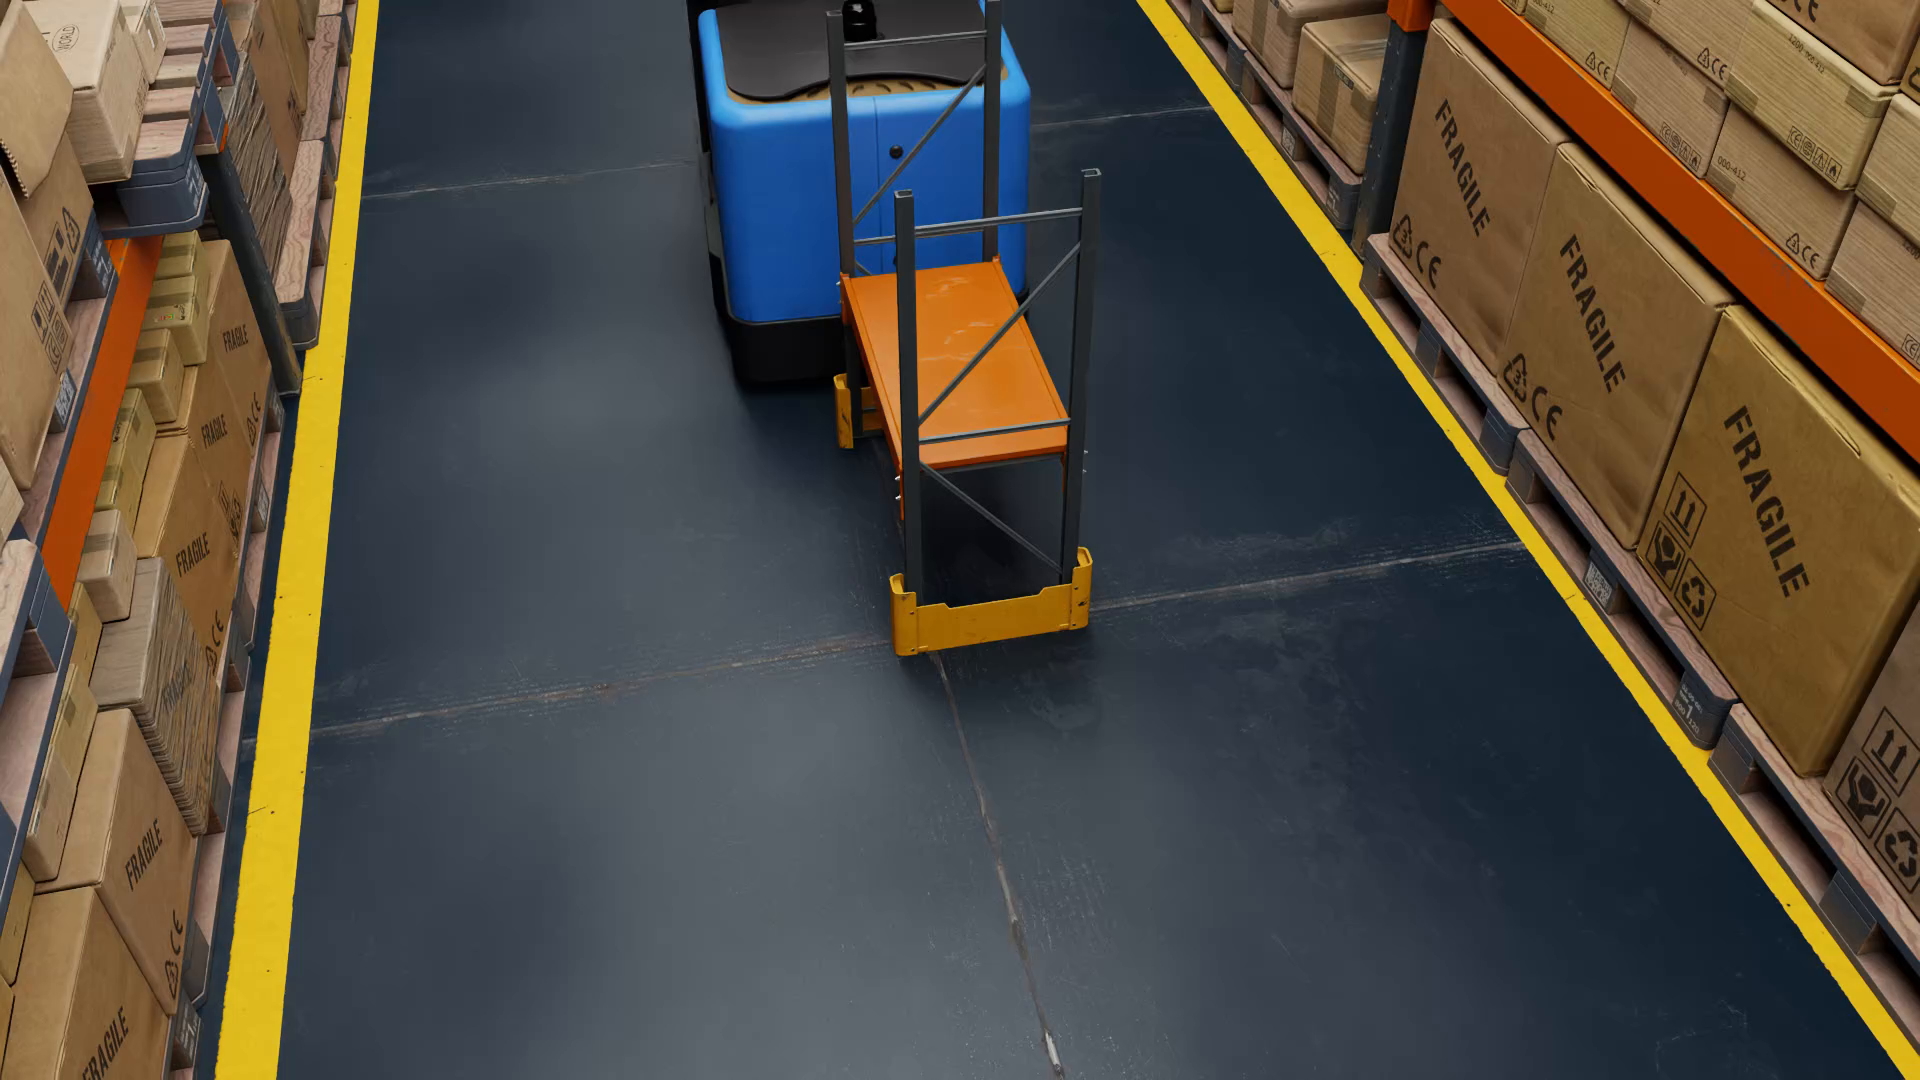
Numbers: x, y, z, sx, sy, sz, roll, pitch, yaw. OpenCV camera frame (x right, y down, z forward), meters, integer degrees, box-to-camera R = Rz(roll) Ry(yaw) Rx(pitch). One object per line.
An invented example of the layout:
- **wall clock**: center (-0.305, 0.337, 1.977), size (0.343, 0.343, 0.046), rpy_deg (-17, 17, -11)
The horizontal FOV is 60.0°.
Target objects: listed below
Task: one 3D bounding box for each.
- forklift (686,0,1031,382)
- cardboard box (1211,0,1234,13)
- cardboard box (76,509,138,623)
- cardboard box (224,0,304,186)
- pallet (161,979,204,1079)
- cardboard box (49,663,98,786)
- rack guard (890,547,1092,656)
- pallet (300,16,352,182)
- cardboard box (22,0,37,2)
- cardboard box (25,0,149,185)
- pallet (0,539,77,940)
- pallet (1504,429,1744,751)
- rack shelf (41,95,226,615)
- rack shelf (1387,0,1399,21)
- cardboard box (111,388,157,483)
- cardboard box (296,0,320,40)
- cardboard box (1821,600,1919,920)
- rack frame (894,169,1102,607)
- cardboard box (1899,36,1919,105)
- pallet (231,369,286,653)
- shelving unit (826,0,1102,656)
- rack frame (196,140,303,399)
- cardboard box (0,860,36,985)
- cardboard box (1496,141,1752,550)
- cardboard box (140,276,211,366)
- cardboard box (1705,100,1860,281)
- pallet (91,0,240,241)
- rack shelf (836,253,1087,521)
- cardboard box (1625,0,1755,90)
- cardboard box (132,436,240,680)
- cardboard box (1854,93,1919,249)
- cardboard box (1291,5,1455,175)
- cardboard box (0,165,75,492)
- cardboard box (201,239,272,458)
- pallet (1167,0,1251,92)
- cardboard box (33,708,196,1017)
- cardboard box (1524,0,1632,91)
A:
- **forklift**: center (-0.518, -2.627, 6.002), size (1.130, 2.935, 3.031), rpy_deg (-7, 42, -7)
- **cardboard box**: center (1.599, -2.820, 7.830), size (0.950, 0.372, 0.625), rpy_deg (-7, 42, -8)
- **cardboard box**: center (-2.197, 0.088, 3.969), size (0.380, 0.149, 0.250), rpy_deg (-10, 43, -11)
- **cardboard box**: center (-3.079, -1.692, 6.369), size (0.875, 0.625, 0.625), rpy_deg (-7, 42, -8)
- **pallet**: center (-2.158, 1.520, 3.379), size (1.003, 0.211, 1.213), rpy_deg (-8, 42, -9)
- **cardboard box**: center (-2.107, 0.426, 3.589), size (0.380, 0.149, 0.250), rpy_deg (-7, 42, -8)
- **rack guard**: center (0.091, 0.180, 4.859), size (0.587, 0.250, 0.087), rpy_deg (-8, 42, -9)
- **pallet**: center (-3.209, -1.880, 7.209), size (1.003, 0.211, 1.213), rpy_deg (-8, 42, -9)
- **cardboard box**: center (-2.667, -1.861, 5.200), size (0.500, 0.250, 0.500), rpy_deg (-8, 42, -9)
- **cardboard box**: center (-2.266, -1.058, 3.979), size (0.500, 0.250, 0.500), rpy_deg (-10, 43, -11)
- **pallet**: center (-2.012, 0.537, 2.531), size (1.003, 0.211, 1.213), rpy_deg (-8, 42, -9)
- **pallet**: center (2.393, 0.046, 5.039), size (1.003, 0.211, 1.213), rpy_deg (-8, 42, -9)
- **rack shelf**: center (-2.378, -0.029, 3.565), size (1.077, 0.370, 4.000), rpy_deg (-8, 42, -9)
- **rack shelf**: center (1.605, -3.335, 7.290), size (1.077, 0.370, 4.000), rpy_deg (-8, 42, -9)
- **cardboard box**: center (-2.340, -0.248, 4.348), size (0.380, 0.149, 0.250), rpy_deg (-7, 42, -8)
- **cardboard box**: center (-3.389, -2.615, 7.409), size (0.875, 0.625, 0.625), rpy_deg (-9, 42, -10)
- **cardboard box**: center (2.688, 0.532, 3.675), size (0.875, 0.875, 0.875), rpy_deg (-7, 42, -8)
- **rack frame**: center (0.091, -0.287, 4.443), size (0.500, 1.500, 0.032), rpy_deg (-8, 42, -9)
- **cardboard box**: center (2.349, -1.046, 3.340), size (0.500, 0.500, 0.500), rpy_deg (-7, 42, -8)
- **pallet**: center (-2.685, -0.062, 5.161), size (1.003, 0.211, 1.213), rpy_deg (-8, 42, -9)
- **shelving unit**: center (-0.016, -0.610, 4.808), size (0.587, 1.500, 1.083), rpy_deg (-8, 42, -9)
- **rack frame**: center (-2.809, -1.594, 4.787), size (1.000, 3.000, 0.127), rpy_deg (-8, 42, -9)
- **cardboard box**: center (-2.038, 0.754, 3.219), size (0.380, 0.149, 0.250), rpy_deg (-9, 42, -10)
- **cardboard box**: center (2.293, -0.632, 4.987), size (0.875, 0.875, 0.875), rpy_deg (-8, 42, -9)
- **cardboard box**: center (-2.366, -0.603, 4.748), size (0.380, 0.149, 0.250), rpy_deg (-10, 43, -12)
- **cardboard box**: center (2.242, -0.908, 4.126), size (0.500, 0.250, 0.500), rpy_deg (-8, 42, -9)
- **pallet**: center (-2.594, -1.093, 4.367), size (1.213, 0.211, 1.003), rpy_deg (-8, 42, -9)
- **rack shelf**: center (-0.018, -0.482, 4.934), size (0.538, 0.185, 1.000), rpy_deg (-8, 42, -9)
- **cardboard box**: center (2.111, -1.415, 4.321), size (0.500, 0.250, 0.500), rpy_deg (-8, 42, -9)
- **cardboard box**: center (-2.295, 0.091, 4.454), size (0.500, 0.500, 0.500), rpy_deg (-7, 42, -7)
- **cardboard box**: center (2.335, -0.755, 3.577), size (0.500, 0.250, 0.500), rpy_deg (-7, 42, -8)
- **cardboard box**: center (1.924, -1.850, 6.738), size (0.950, 0.372, 0.625), rpy_deg (-11, 43, -12)
- **cardboard box**: center (-2.113, -0.386, 3.034), size (0.700, 0.500, 0.500), rpy_deg (-9, 42, -10)
- **cardboard box**: center (-2.508, -0.573, 5.203), size (0.500, 0.500, 0.500), rpy_deg (-7, 42, -8)
- **pallet**: center (1.609, -2.561, 7.976), size (1.003, 0.211, 1.213), rpy_deg (-8, 42, -9)
- **cardboard box**: center (-2.059, 0.763, 3.698), size (0.500, 0.500, 0.500), rpy_deg (-10, 42, -11)
- **cardboard box**: center (2.025, -1.568, 4.870), size (0.500, 0.250, 0.500), rpy_deg (-9, 42, -11)
